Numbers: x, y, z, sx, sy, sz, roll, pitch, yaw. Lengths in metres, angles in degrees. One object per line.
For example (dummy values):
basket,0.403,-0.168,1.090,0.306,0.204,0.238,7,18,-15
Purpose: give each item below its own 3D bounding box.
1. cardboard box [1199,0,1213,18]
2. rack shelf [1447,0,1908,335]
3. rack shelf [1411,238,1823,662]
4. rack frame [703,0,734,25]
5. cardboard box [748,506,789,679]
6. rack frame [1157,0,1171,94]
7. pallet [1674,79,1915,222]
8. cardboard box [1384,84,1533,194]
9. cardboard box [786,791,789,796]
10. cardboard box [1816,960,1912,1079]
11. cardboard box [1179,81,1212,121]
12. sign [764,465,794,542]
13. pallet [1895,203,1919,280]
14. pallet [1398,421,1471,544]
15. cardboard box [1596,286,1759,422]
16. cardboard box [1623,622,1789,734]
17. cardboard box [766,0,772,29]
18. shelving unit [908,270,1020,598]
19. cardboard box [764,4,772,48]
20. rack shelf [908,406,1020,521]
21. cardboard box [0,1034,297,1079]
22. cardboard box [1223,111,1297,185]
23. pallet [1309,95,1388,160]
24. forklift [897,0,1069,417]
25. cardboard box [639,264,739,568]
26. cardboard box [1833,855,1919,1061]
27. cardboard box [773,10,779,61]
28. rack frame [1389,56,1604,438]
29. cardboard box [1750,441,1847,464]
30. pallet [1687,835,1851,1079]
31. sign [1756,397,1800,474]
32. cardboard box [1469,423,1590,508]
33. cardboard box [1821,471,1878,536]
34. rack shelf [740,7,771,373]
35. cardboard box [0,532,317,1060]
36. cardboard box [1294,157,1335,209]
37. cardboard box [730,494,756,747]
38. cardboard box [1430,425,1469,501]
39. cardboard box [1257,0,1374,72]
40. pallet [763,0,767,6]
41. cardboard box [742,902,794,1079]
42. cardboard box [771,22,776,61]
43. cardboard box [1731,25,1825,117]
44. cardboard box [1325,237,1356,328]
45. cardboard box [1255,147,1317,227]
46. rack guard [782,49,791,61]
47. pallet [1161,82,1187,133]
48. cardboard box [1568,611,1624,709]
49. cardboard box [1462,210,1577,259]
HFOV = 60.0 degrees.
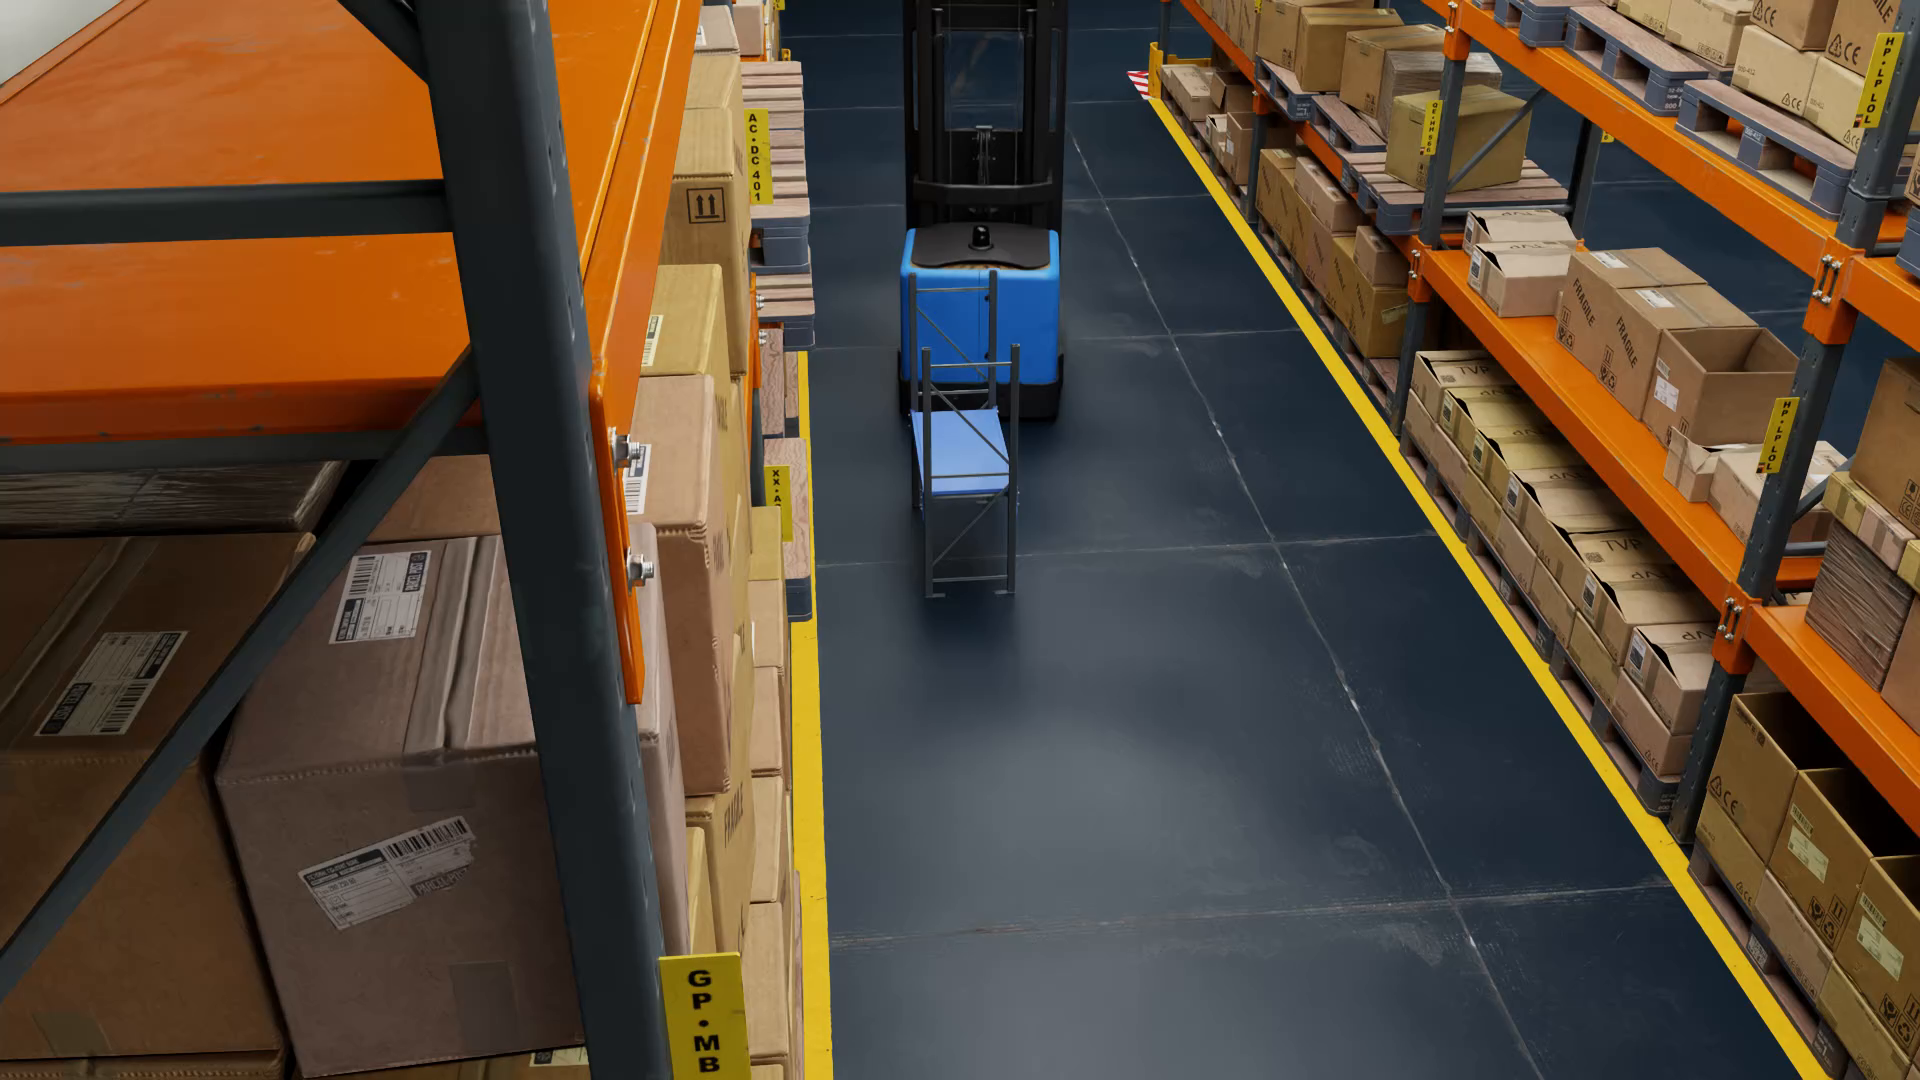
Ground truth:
cardboard box,2.513,-5.127,15.311,0.500,0.500,0.500,-2,31,-4
rack shelf,3.526,-1.971,7.902,1.077,0.370,4.000,-3,31,-5
rack shelf,3.526,-0.684,8.671,1.077,0.370,4.000,-3,31,-5
rack frame,-1.219,-2.308,4.838,1.000,3.000,0.127,-3,31,-5
cardboard box,-0.867,0.228,5.838,0.500,0.500,0.500,-3,31,-5
rack frame,2.591,-6.098,17.034,1.000,3.000,0.127,-3,31,-5
pallet,3.617,-1.627,6.810,0.805,0.209,1.217,-4,31,-7
cardboard box,3.168,-2.553,10.592,0.700,0.500,0.500,-13,33,-21
cardboard box,-0.835,0.806,5.603,0.500,0.250,0.500,-3,31,-4
cardboard box,3.537,1.791,6.098,0.500,0.250,0.500,-3,31,-5
cardboard box,2.453,-4.305,16.284,0.500,0.250,0.500,-3,31,-5
sign,-0.679,-0.134,6.204,0.100,0.325,0.005,-3,31,-5
pallet,3.818,-0.787,5.303,1.003,0.211,1.213,-3,31,-5
pallet,3.377,-0.394,10.204,1.003,0.211,1.213,-3,31,-5
cardboard box,3.561,-0.932,8.287,0.500,0.500,0.500,-3,31,-5
cardboard box,3.389,0.595,7.554,0.500,0.311,0.500,-3,31,-5
cardboard box,-1.630,-3.830,12.098,0.500,0.250,0.500,-2,31,-4
shelving unit,0.008,-0.600,9.292,0.538,1.500,1.048,-3,31,-5
cardboard box,-1.582,-3.569,11.662,0.500,0.250,0.500,-2,31,-4
rack shelf,0.008,-0.446,9.385,0.538,0.185,1.000,-3,31,-5
cardboard box,-1.136,0.770,2.494,0.500,0.500,0.500,-1,31,-1
cardboard box,2.630,-3.449,14.607,0.500,0.500,0.500,-3,31,-5
pallet,3.153,-2.924,11.907,1.003,0.211,1.213,-3,31,-5
forklift,0.176,-2.789,11.561,1.130,2.935,3.031,1,31,2
cardboard box,-0.695,-0.186,3.120,0.500,0.500,0.500,-2,31,-3
cardboard box,3.538,1.469,5.906,0.500,0.500,0.500,-3,31,-5
cardboard box,-2.001,-4.223,13.602,0.980,0.700,0.700,-2,31,-4
rack frame,3.339,-2.014,10.196,1.000,3.000,0.127,-3,31,-5
cardboard box,3.833,-0.326,7.615,0.380,0.149,0.250,-3,31,-5
pallet,3.745,1.634,6.809,1.003,0.211,1.213,-3,31,-5
sign,3.173,-0.403,6.448,0.100,0.325,0.005,-3,31,-5
cardboard box,3.198,-0.444,9.294,0.500,0.311,0.500,-4,31,-6
cardboard box,3.545,-0.146,6.340,0.380,0.149,0.250,-3,31,-5
rack shelf,-1.406,-1.732,7.501,1.077,0.370,4.000,-3,31,-5
cardboard box,-1.146,0.334,2.248,0.500,0.500,0.500,-1,31,-2
cardboard box,2.861,-2.724,12.663,0.500,0.250,0.500,-3,31,-4
cardboard box,-0.695,0.247,3.369,0.500,0.500,0.500,-1,31,-2
cardboard box,3.143,-0.475,9.892,0.500,0.250,0.500,-4,31,-6
cardboard box,2.787,-4.026,13.059,0.700,0.500,0.500,-13,33,-21
pallet,-1.706,-3.307,9.621,1.213,0.211,1.003,-1,31,-2
cardboard box,-0.669,1.269,4.096,0.500,0.500,0.500,-4,31,-6
cardboard box,-1.615,-3.512,12.298,0.500,0.500,0.500,-3,31,-4
cardboard box,3.611,-1.970,6.935,0.500,0.250,0.500,-6,31,-9
cardboard box,2.970,-1.860,11.947,0.500,0.500,0.500,-4,31,-6
cardboard box,2.768,-2.913,13.710,0.500,0.500,0.500,-4,31,-7
rack guard,-2.342,-4.798,17.295,1.175,0.500,0.348,-3,31,-5
pallet,2.674,-4.455,17.003,1.003,0.211,1.213,-3,31,-5
cardboard box,3.340,0.573,8.138,0.500,0.250,0.500,-3,31,-5
cardboard box,3.329,-1.787,9.904,0.500,0.311,0.500,-1,31,-1
